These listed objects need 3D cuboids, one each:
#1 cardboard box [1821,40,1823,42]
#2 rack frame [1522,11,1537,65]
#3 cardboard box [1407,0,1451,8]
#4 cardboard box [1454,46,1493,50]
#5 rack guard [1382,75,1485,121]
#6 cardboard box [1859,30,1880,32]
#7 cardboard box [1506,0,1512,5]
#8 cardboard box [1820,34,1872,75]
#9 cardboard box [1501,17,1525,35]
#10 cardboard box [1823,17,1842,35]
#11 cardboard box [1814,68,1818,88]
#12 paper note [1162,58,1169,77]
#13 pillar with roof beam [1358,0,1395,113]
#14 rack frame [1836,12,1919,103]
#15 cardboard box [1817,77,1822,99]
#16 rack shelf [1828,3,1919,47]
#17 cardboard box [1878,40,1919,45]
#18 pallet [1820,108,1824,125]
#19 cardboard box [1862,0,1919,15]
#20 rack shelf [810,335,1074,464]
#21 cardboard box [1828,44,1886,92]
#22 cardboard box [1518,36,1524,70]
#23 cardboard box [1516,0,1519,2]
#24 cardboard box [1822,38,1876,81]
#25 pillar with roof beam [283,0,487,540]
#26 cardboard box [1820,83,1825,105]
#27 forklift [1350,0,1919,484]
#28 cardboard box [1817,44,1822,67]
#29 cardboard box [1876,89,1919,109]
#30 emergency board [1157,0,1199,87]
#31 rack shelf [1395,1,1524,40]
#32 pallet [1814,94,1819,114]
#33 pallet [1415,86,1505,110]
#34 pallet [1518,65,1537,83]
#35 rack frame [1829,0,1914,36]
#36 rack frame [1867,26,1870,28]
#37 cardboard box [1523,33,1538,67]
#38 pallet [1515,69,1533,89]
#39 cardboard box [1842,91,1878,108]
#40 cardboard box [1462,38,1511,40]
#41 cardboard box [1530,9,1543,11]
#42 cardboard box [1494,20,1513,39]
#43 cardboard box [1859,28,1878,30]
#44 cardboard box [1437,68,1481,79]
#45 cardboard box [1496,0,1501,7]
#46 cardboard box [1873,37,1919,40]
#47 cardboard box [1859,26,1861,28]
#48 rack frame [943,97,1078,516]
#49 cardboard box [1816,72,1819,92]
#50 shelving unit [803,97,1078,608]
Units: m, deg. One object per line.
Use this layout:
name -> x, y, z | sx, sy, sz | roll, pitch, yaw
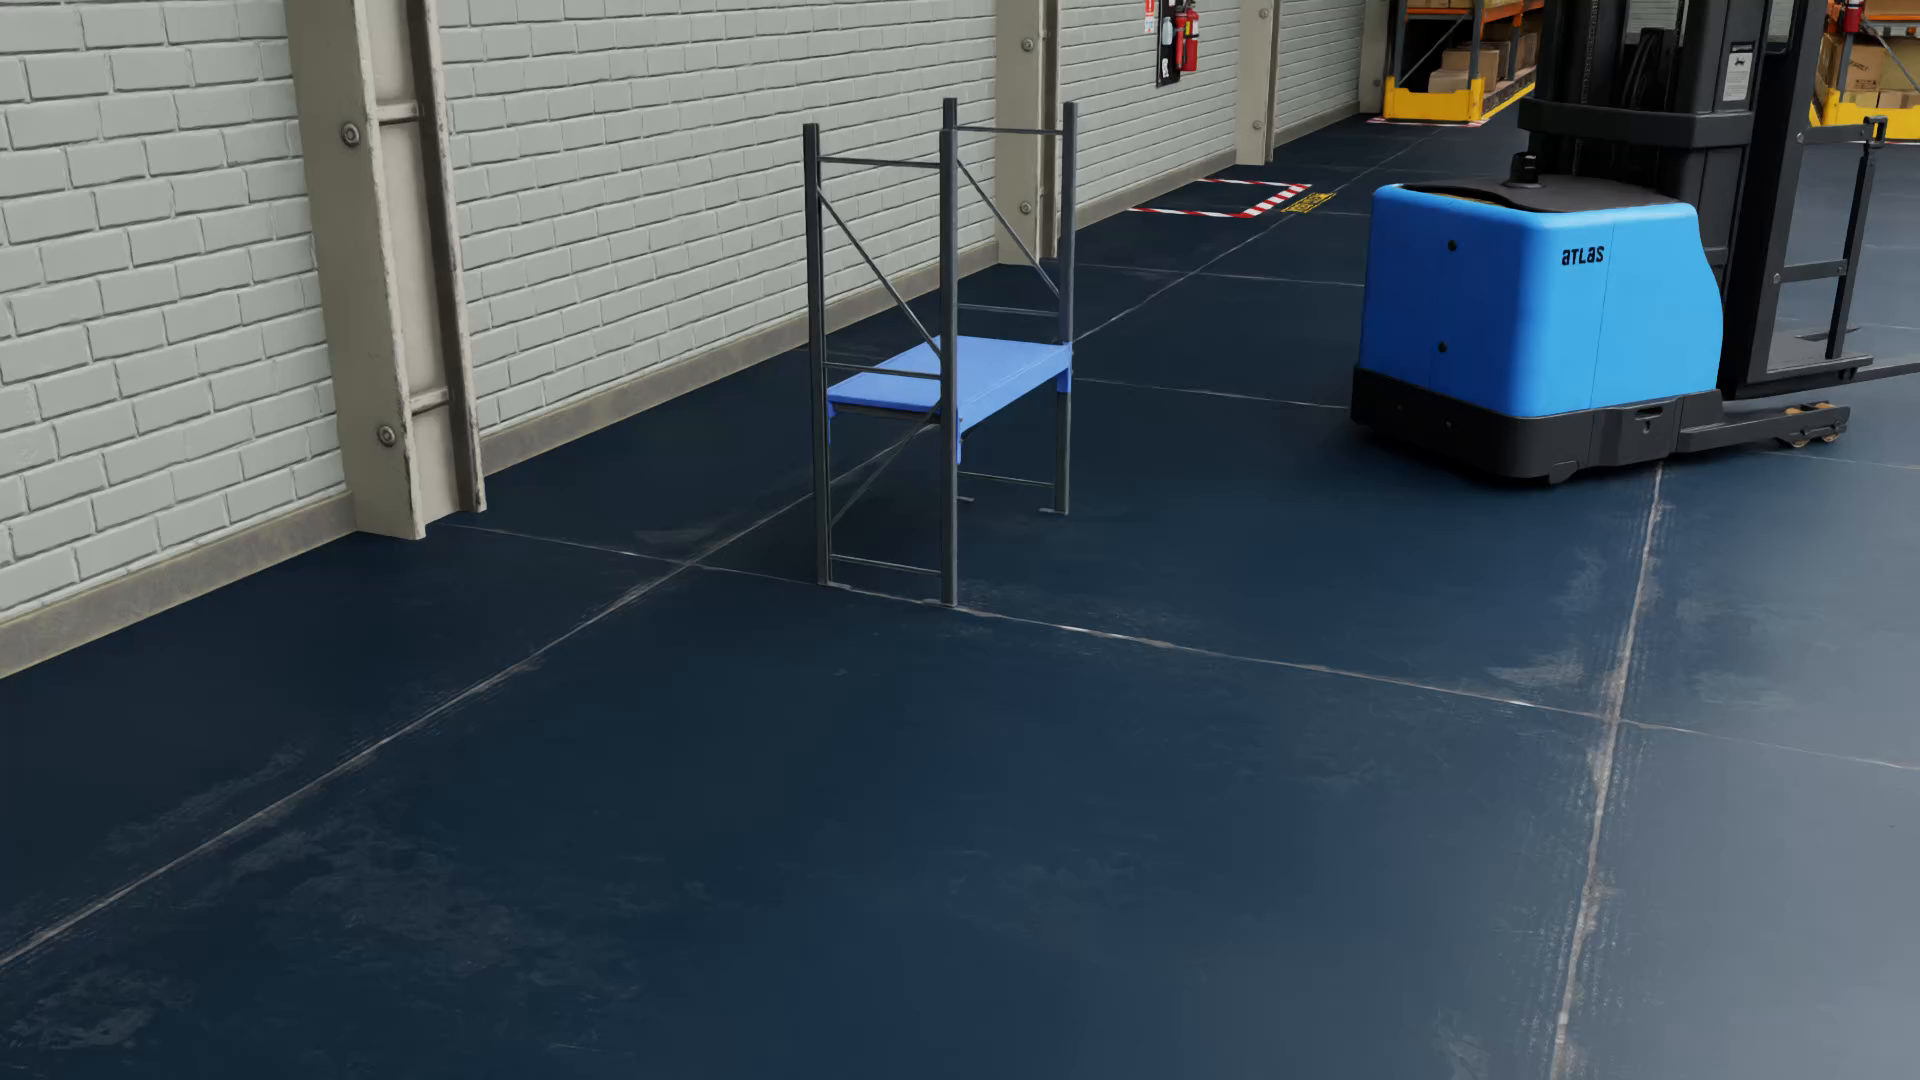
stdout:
cardboard box -> 12.550, -7.002, 23.822 | 0.500, 0.311, 0.500 | 8, 21, 22
rack frame -> 9.139, -9.109, 27.105 | 1.000, 3.000, 0.127 | 9, 21, 23
cardboard box -> 5.878, -6.771, 20.727 | 0.500, 0.250, 0.500 | 9, 21, 23
cardboard box -> 7.113, -6.593, 23.104 | 0.500, 0.500, 0.500 | 7, 21, 19
rack guard -> 5.895, -5.509, 20.712 | 1.175, 0.500, 0.348 | 9, 21, 23
cardboard box -> 14.942, -8.189, 27.593 | 0.500, 0.500, 0.500 | 9, 21, 23
cardboard box -> 6.976, -7.177, 21.868 | 0.500, 0.250, 0.500 | 9, 21, 23
cardboard box -> 11.349, -6.210, 21.312 | 0.500, 0.500, 0.500 | 9, 21, 23
cardboard box -> 8.602, -8.099, 26.219 | 0.500, 0.250, 0.500 | 9, 21, 24
cardboard box -> 13.848, -8.149, 26.361 | 0.500, 0.250, 0.500 | 9, 22, 25
cardboard box -> 11.928, -6.276, 22.617 | 0.500, 0.250, 0.500 | 8, 21, 22
paper note -> 1.722, -3.952, 13.919 | 0.016, 0.148, 0.142 | 9, 21, 23
pillar with roof beam -> 9.288, -9.232, 18.497 | 9.100, 9.000, 0.400 | 9, 21, 23
rack frame -> 10.384, -5.985, 18.320 | 1.000, 3.000, 0.127 | 9, 21, 23
cardboard box -> 11.137, -5.705, 21.012 | 0.500, 0.250, 0.500 | 9, 21, 23
rack shelf -> 11.203, -6.257, 20.160 | 1.077, 0.370, 4.000 | 9, 21, 23
cardboard box -> 11.203, -5.681, 19.825 | 0.500, 0.500, 0.500 | 9, 21, 23
pallet -> 10.659, -4.910, 19.461 | 1.003, 0.211, 1.213 | 9, 21, 23
cardboard box -> 10.587, -6.173, 18.700 | 0.700, 0.500, 0.500 | 9, 21, 23
rack shelf -> -0.035, -0.511, 5.704 | 0.538, 0.185, 1.000 | 9, 21, 23
cardboard box -> 10.332, -5.445, 19.161 | 0.500, 0.500, 0.500 | 9, 21, 23
cardboard box -> 8.398, -7.614, 25.975 | 0.700, 0.500, 0.500 | 8, 21, 22
cardboard box -> 7.372, -7.487, 22.739 | 0.500, 0.250, 0.500 | 9, 21, 23
cardboard box -> 10.934, -5.905, 20.455 | 0.500, 0.500, 0.500 | 9, 21, 23
pillar with roof beam -> 1.918, -3.729, 3.025 | 9.100, 9.000, 0.400 | 9, 21, 23
cardboard box -> 10.731, -5.399, 20.150 | 0.500, 0.250, 0.500 | 9, 21, 23
forklift -> 3.252, -1.922, 6.999 | 3.031, 2.935, 1.130 | -9, 22, -25
cardboard box -> 12.134, -6.697, 22.963 | 0.500, 0.311, 0.500 | 9, 22, 24
cardboard box -> 10.807, -5.020, 19.086 | 0.500, 0.250, 0.500 | 9, 21, 23
emergency board -> 1.857, -4.411, 13.897 | 0.194, 1.169, 0.643 | 9, 21, 23
rack shelf -> 6.682, -6.936, 22.068 | 1.077, 0.370, 4.000 | 9, 21, 23
pallet -> 11.658, -5.656, 21.558 | 1.003, 0.211, 1.213 | 9, 21, 23
pallet -> 6.760, -5.988, 22.490 | 1.003, 0.211, 1.213 | 9, 21, 23
pallet -> 8.818, -7.556, 26.901 | 1.003, 0.211, 1.213 | 9, 21, 23
rack frame -> 12.022, -7.207, 21.758 | 1.000, 3.000, 0.127 | 9, 21, 23
rack frame -> 15.298, -9.653, 28.635 | 1.000, 3.000, 0.127 | 9, 21, 23
cardboard box -> 8.892, -7.911, 26.811 | 0.700, 0.500, 0.500 | 9, 21, 23
pallet -> 8.317, -7.185, 25.856 | 1.003, 0.211, 1.213 | 9, 21, 23
cardboard box -> 10.334, -5.091, 19.285 | 0.500, 0.250, 0.500 | 9, 21, 23
cardboard box -> 7.953, -7.308, 25.114 | 0.700, 0.500, 0.500 | 8, 21, 22
cardboard box -> 9.925, -8.767, 28.727 | 0.750, 0.750, 0.750 | 8, 21, 22
cardboard box -> 8.175, -7.791, 25.354 | 0.500, 0.250, 0.500 | 8, 21, 21
cardboard box -> 15.358, -8.492, 28.445 | 0.500, 0.500, 0.500 | 8, 21, 22
cardboard box -> 6.462, -5.977, 21.655 | 0.500, 0.311, 0.500 | 11, 22, 27
cardboard box -> 6.553, -6.868, 20.999 | 0.500, 0.250, 0.500 | 8, 21, 21
cardboard box -> 11.615, -5.987, 20.684 | 0.500, 0.500, 0.500 | 9, 21, 23
cardboard box -> 16.938, -9.705, 31.856 | 0.500, 0.500, 0.500 | 9, 21, 23
rack frame -> 0.173, -0.836, 6.081 | 0.500, 1.500, 0.032 | 9, 21, 23
cardboard box -> 11.556, -6.010, 21.867 | 0.500, 0.250, 0.500 | 9, 21, 23
shelving unit -> -0.035, -0.681, 5.644 | 0.538, 1.500, 1.048 | 9, 21, 23
